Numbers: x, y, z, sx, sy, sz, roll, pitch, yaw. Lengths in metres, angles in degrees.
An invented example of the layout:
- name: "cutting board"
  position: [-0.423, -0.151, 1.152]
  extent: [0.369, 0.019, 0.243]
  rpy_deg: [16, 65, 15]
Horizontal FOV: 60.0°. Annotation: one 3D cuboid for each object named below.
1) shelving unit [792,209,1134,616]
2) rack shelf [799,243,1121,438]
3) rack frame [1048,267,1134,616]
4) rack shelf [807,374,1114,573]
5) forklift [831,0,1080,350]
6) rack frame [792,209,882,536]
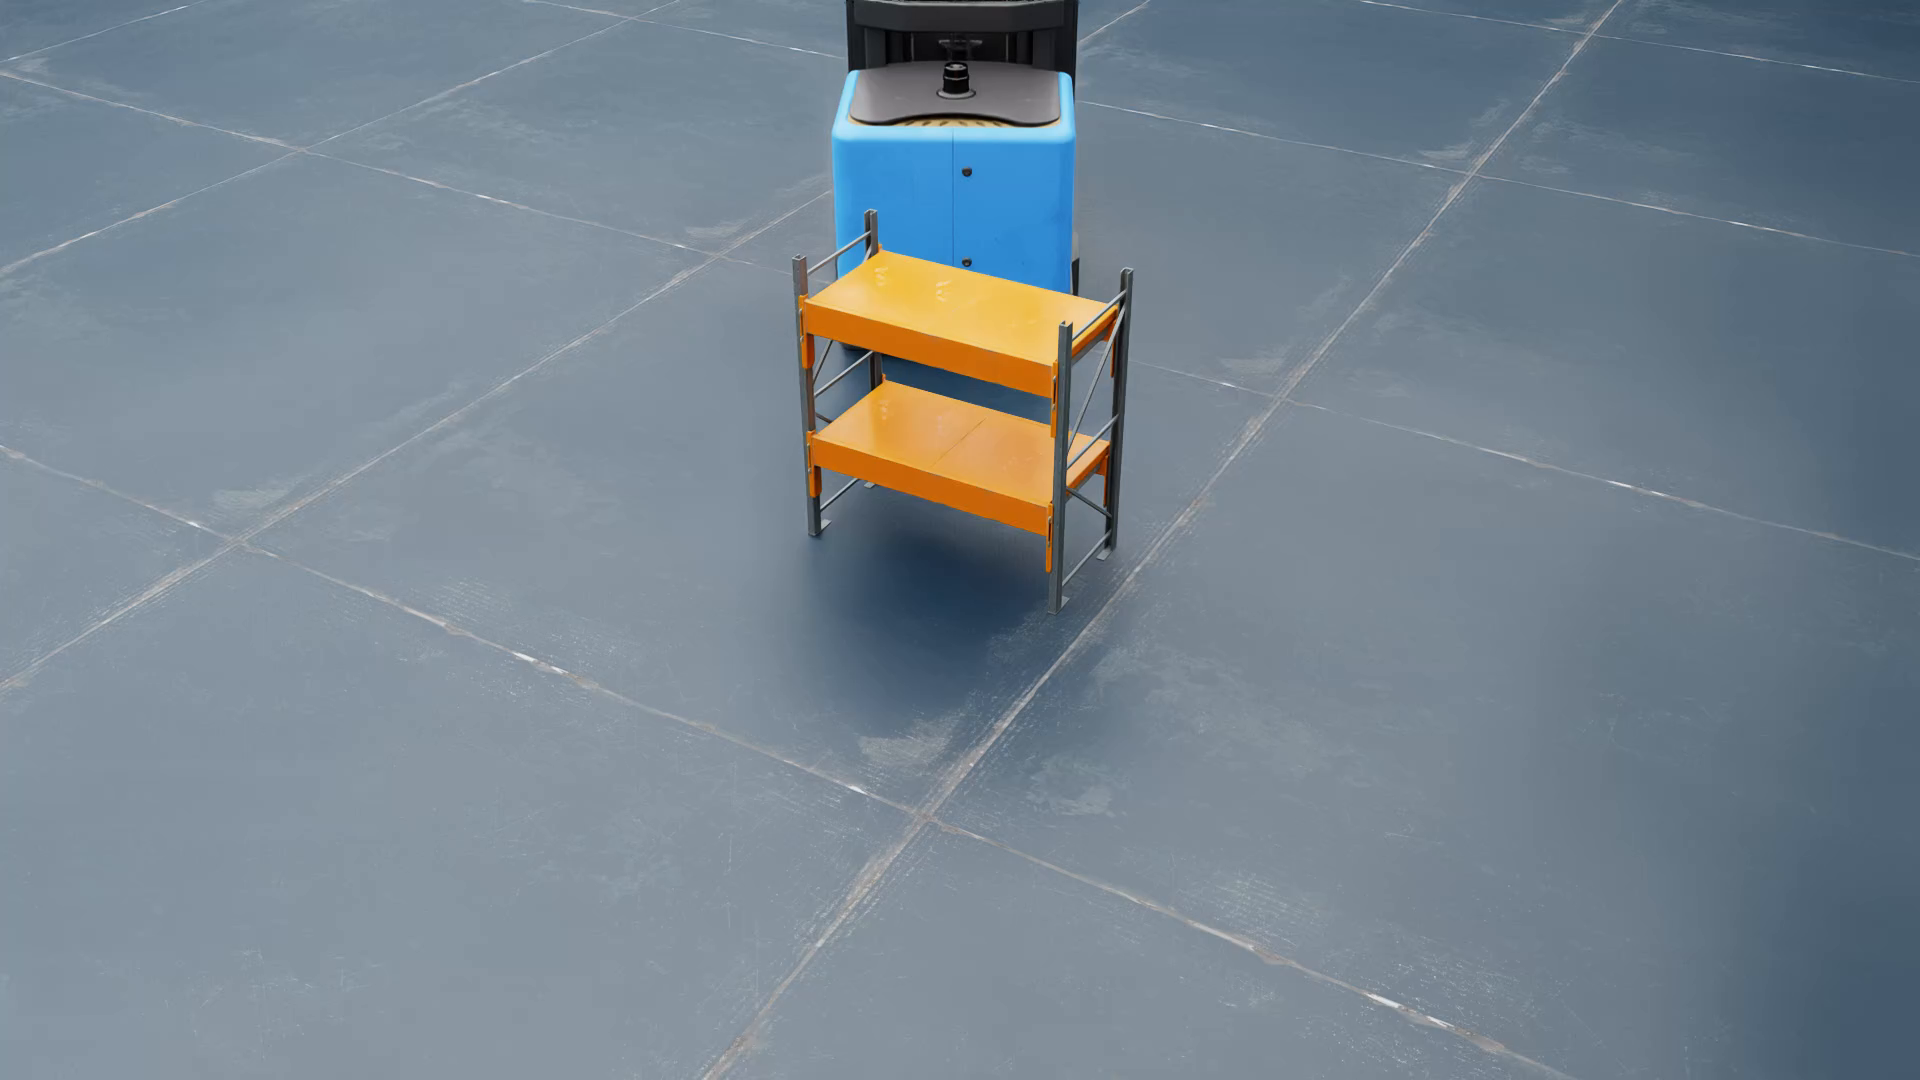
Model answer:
- name: "shelving unit"
  position: [0.006, -0.466, 5.935]
  extent: [1.048, 1.125, 0.538]
  rpy_deg: [18, 37, 24]
- name: "rack shelf"
  position: [0.006, -0.710, 5.773]
  extent: [1.000, 0.278, 0.538]
  rpy_deg: [18, 37, 24]
- name: "rack frame"
  position: [0.447, -0.327, 5.725]
  extent: [0.032, 1.125, 0.500]
  rpy_deg: [18, 37, 24]
- name: "rack shelf"
  position: [0.006, -0.263, 6.071]
  extent: [1.000, 0.278, 0.538]
  rpy_deg: [18, 37, 24]
- name: "forklift"
  position: [0.018, -2.835, 7.863]
  extent: [1.130, 2.935, 3.031]
  rpy_deg: [1, 34, 1]
- name: "rack frame"
  position: [-0.435, -0.606, 6.145]
  extent: [0.032, 1.125, 0.500]
  rpy_deg: [18, 37, 24]
